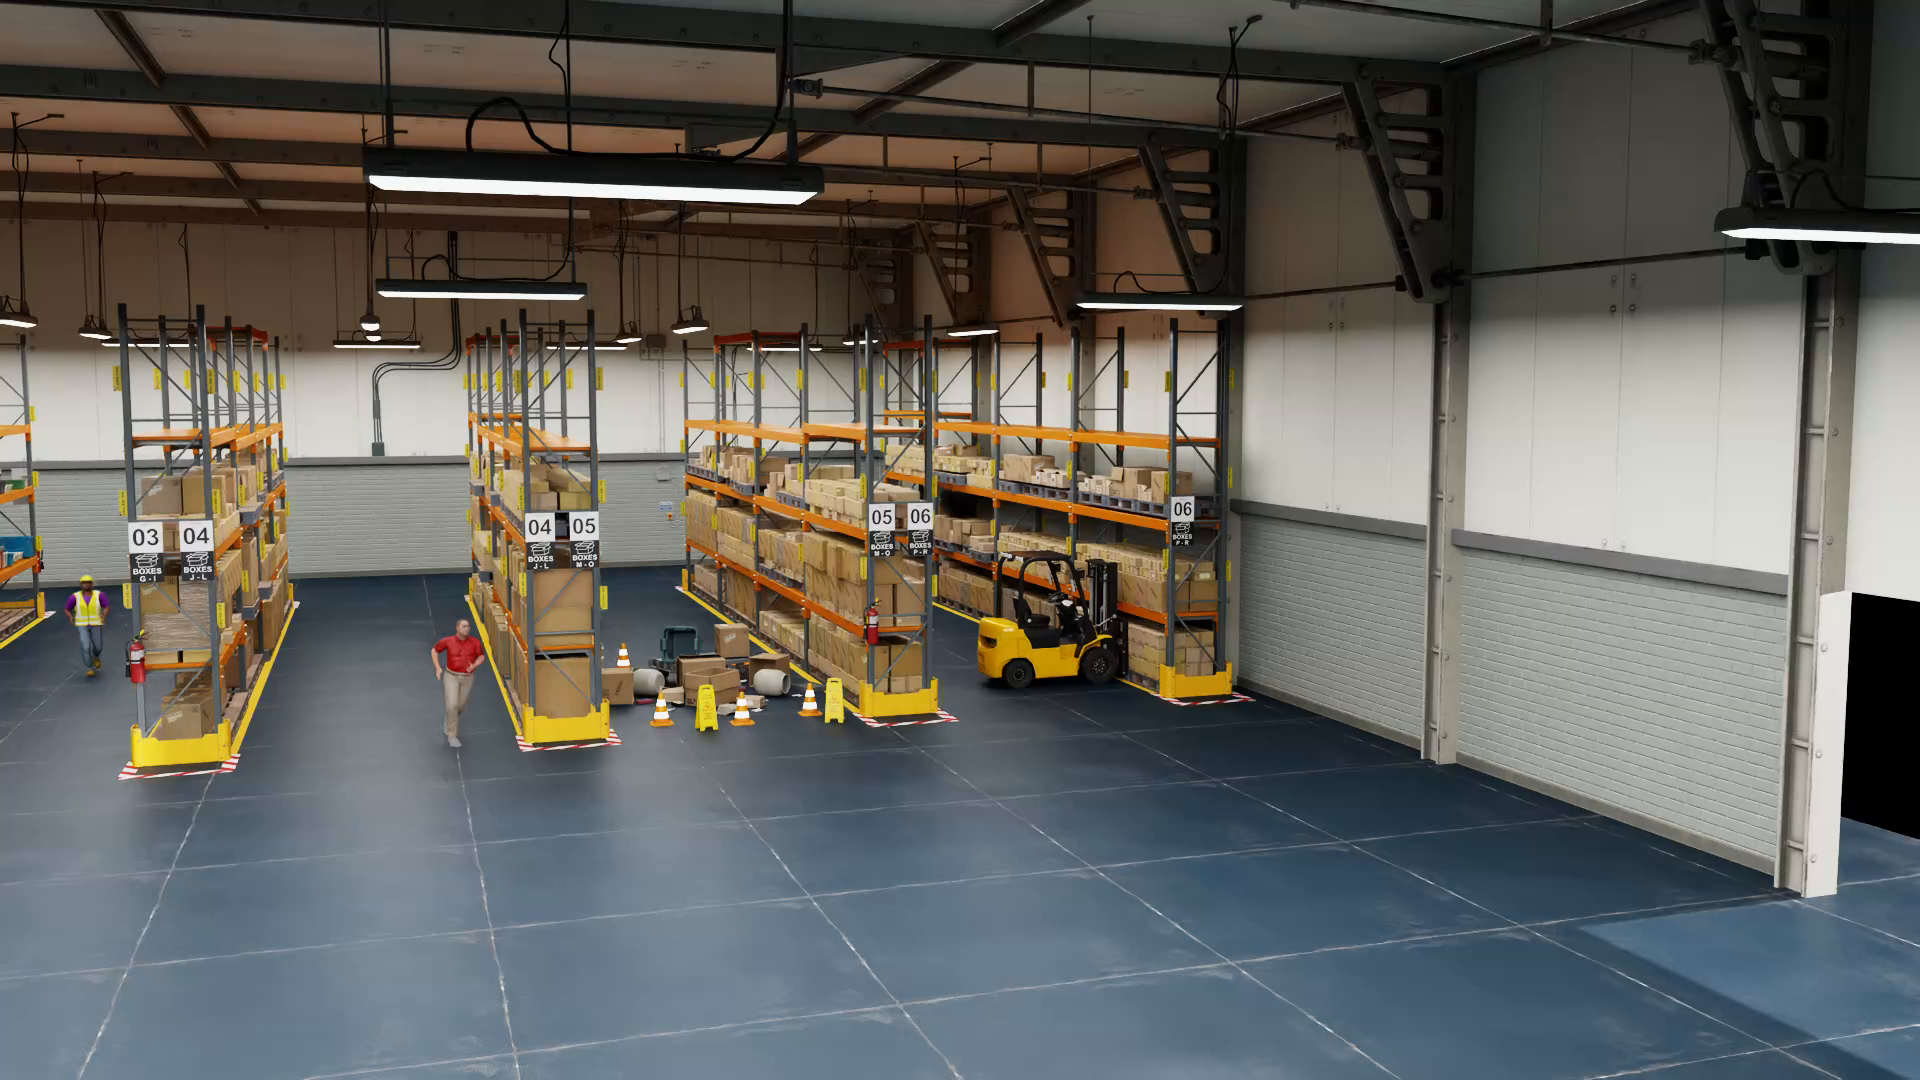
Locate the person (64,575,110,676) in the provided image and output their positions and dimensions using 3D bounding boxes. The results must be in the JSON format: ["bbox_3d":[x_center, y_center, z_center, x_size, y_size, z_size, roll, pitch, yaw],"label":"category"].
[{"bbox_3d":[-14.901,1.452,28.420,0.699,1.718,0.616,-3,6,-30],"label":"person"}]

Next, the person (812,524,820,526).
[{"bbox_3d":[-3.128,0.456,36.149,0.611,1.662,0.527,-3,6,-25],"label":"person"}]

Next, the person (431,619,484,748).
[{"bbox_3d":[-6.994,1.978,23.237,0.692,1.743,0.899,-4,7,-34],"label":"person"}]
